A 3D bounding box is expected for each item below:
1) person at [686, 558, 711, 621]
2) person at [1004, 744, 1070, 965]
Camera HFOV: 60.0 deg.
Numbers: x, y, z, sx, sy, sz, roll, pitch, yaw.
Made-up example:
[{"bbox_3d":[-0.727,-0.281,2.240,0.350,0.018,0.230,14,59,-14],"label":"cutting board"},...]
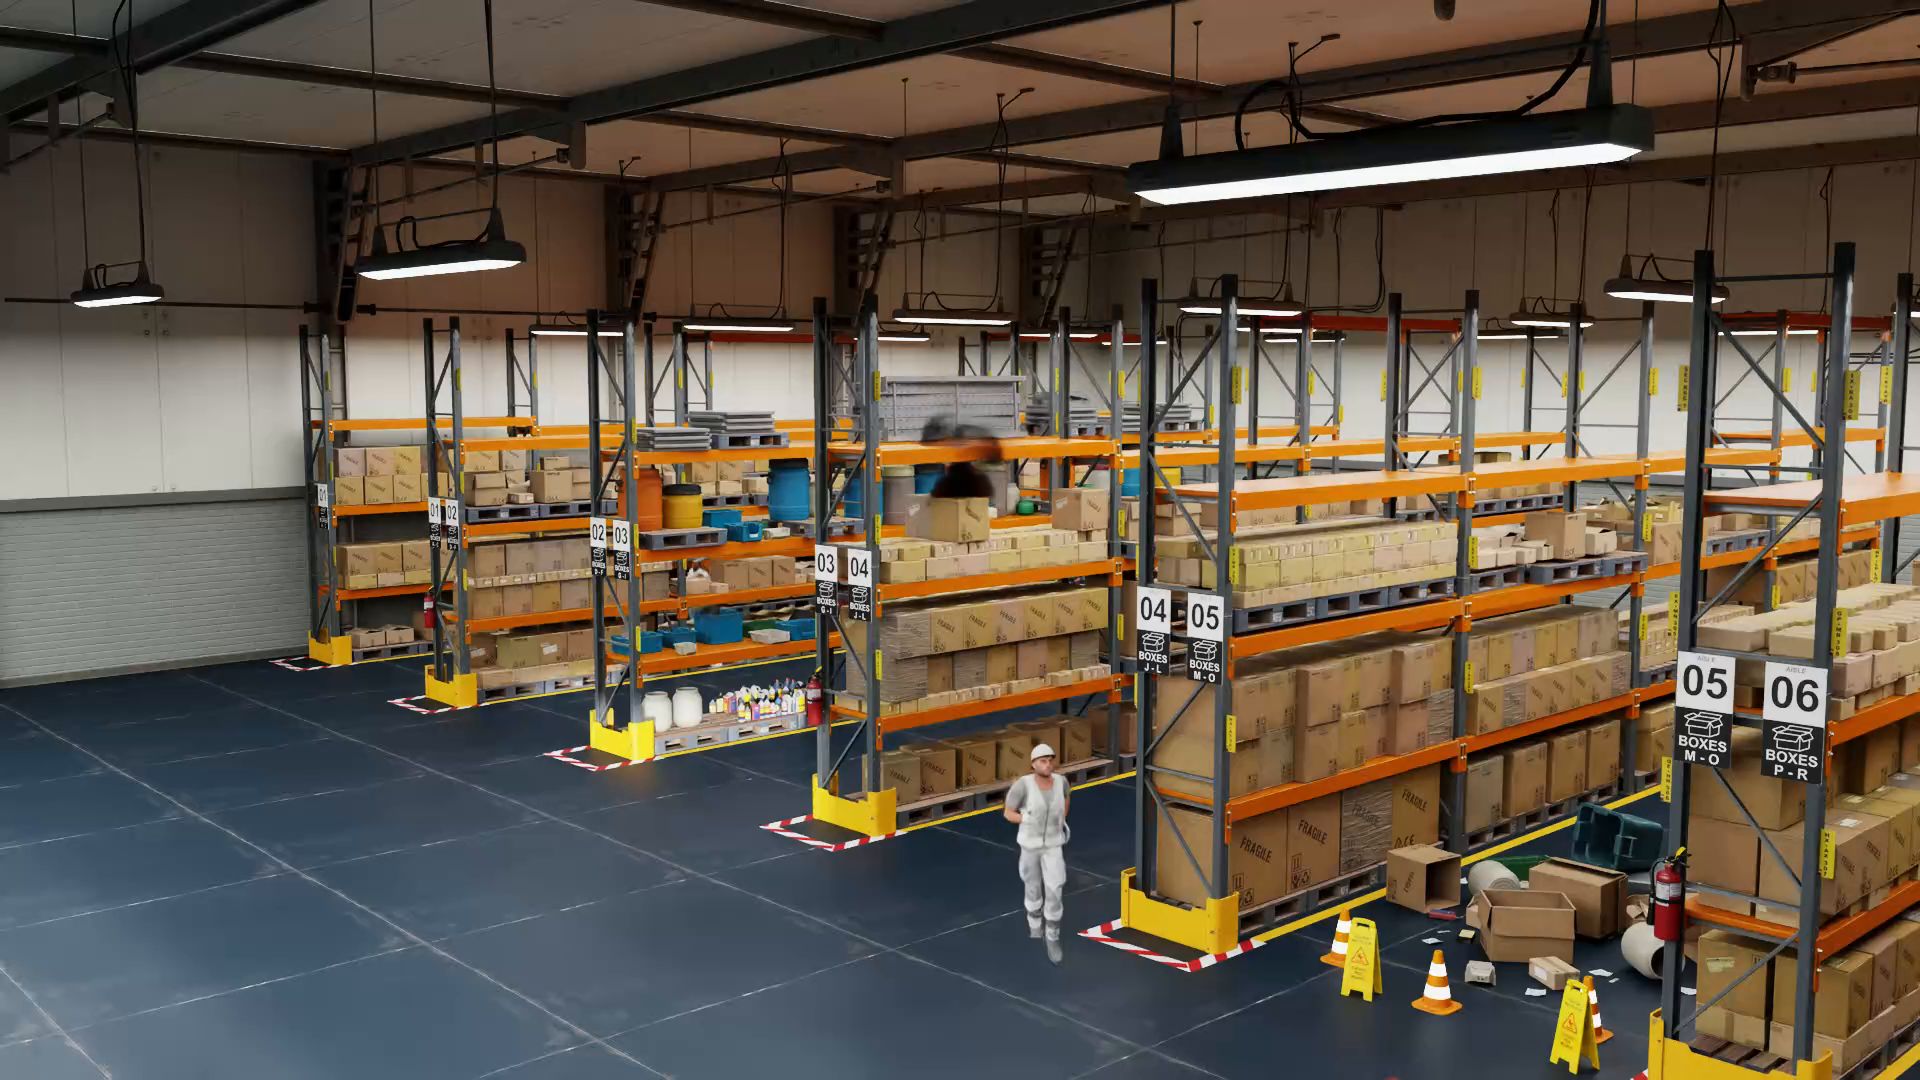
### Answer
[{"bbox_3d":[-5.031,1.134,31.966,0.602,1.663,0.725,5,7,38],"label":"person"},{"bbox_3d":[0.672,2.635,14.092,0.611,1.846,0.751,-1,6,-7],"label":"person"}]
